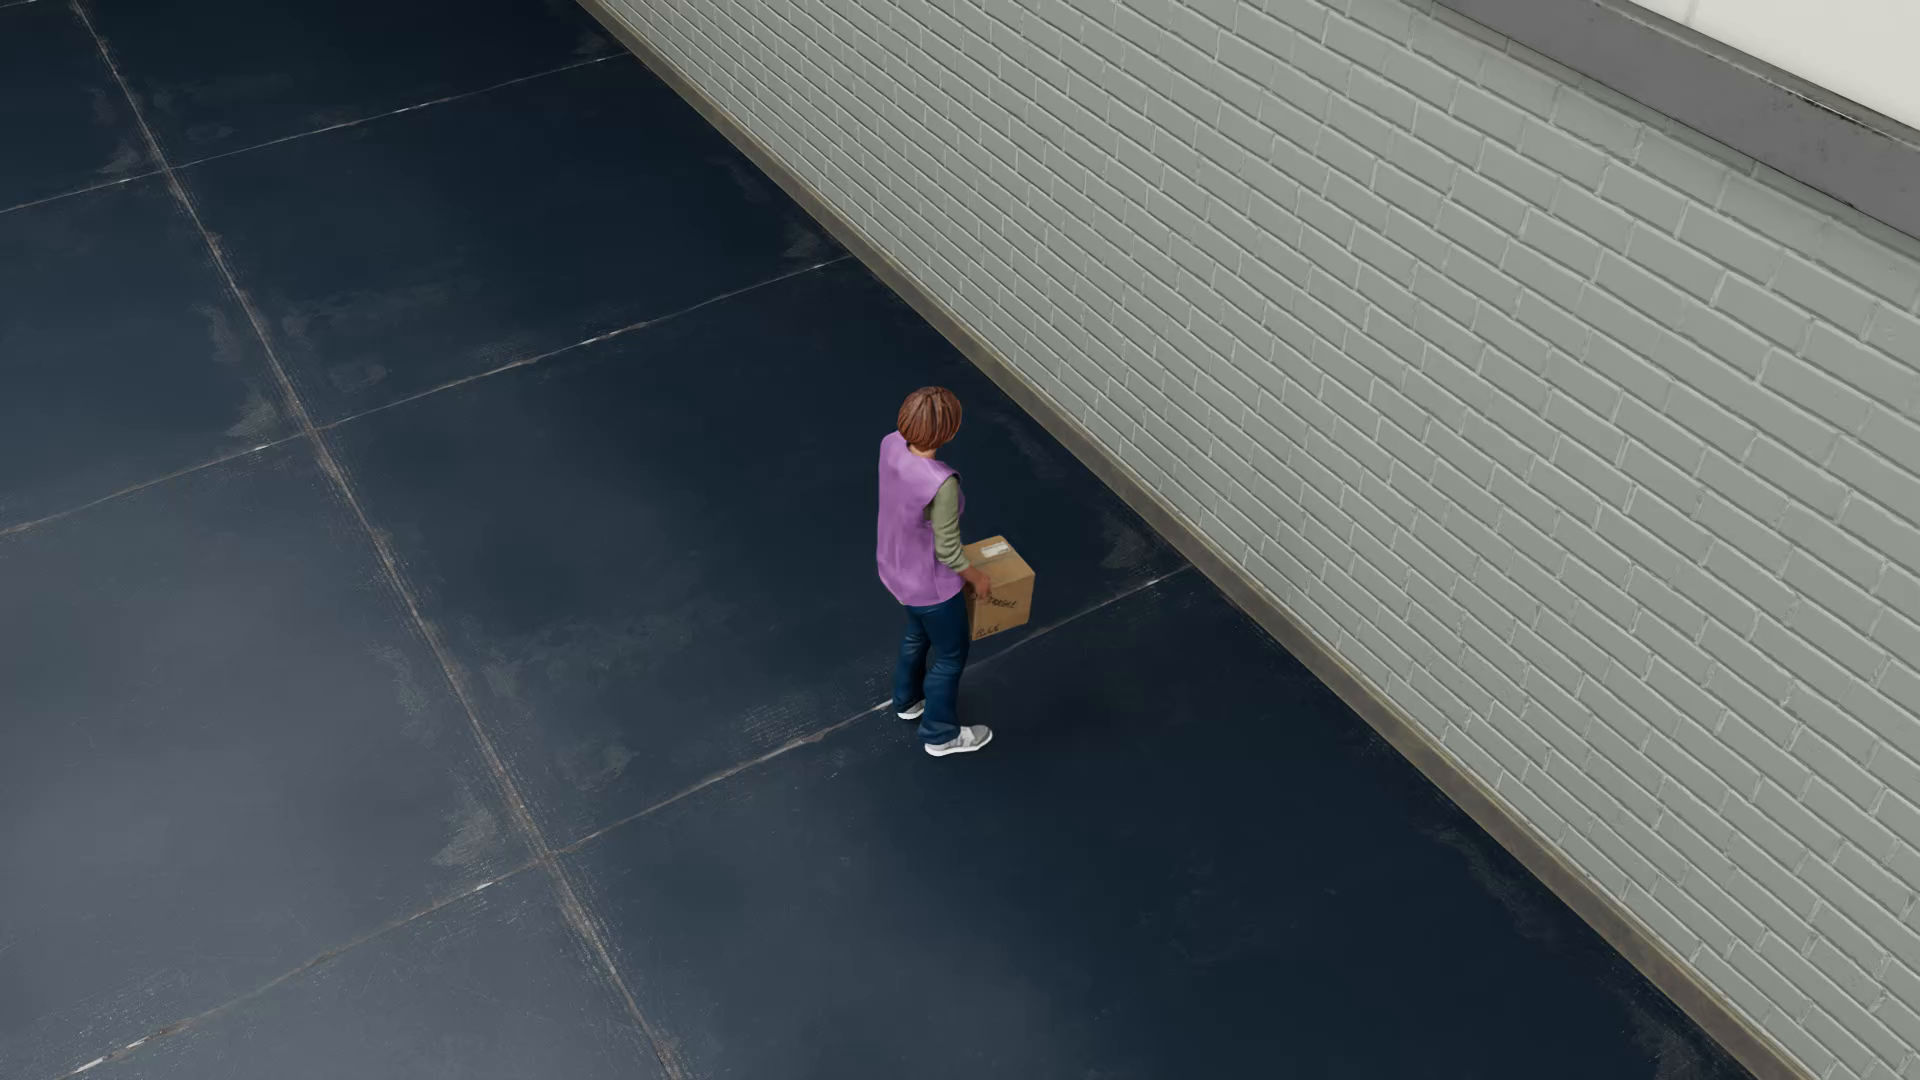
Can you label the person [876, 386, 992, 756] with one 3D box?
[{"bbox_3d":[-0.109,0.122,6.032,0.347,1.587,0.447,-21,46,-22],"label":"person"}]
